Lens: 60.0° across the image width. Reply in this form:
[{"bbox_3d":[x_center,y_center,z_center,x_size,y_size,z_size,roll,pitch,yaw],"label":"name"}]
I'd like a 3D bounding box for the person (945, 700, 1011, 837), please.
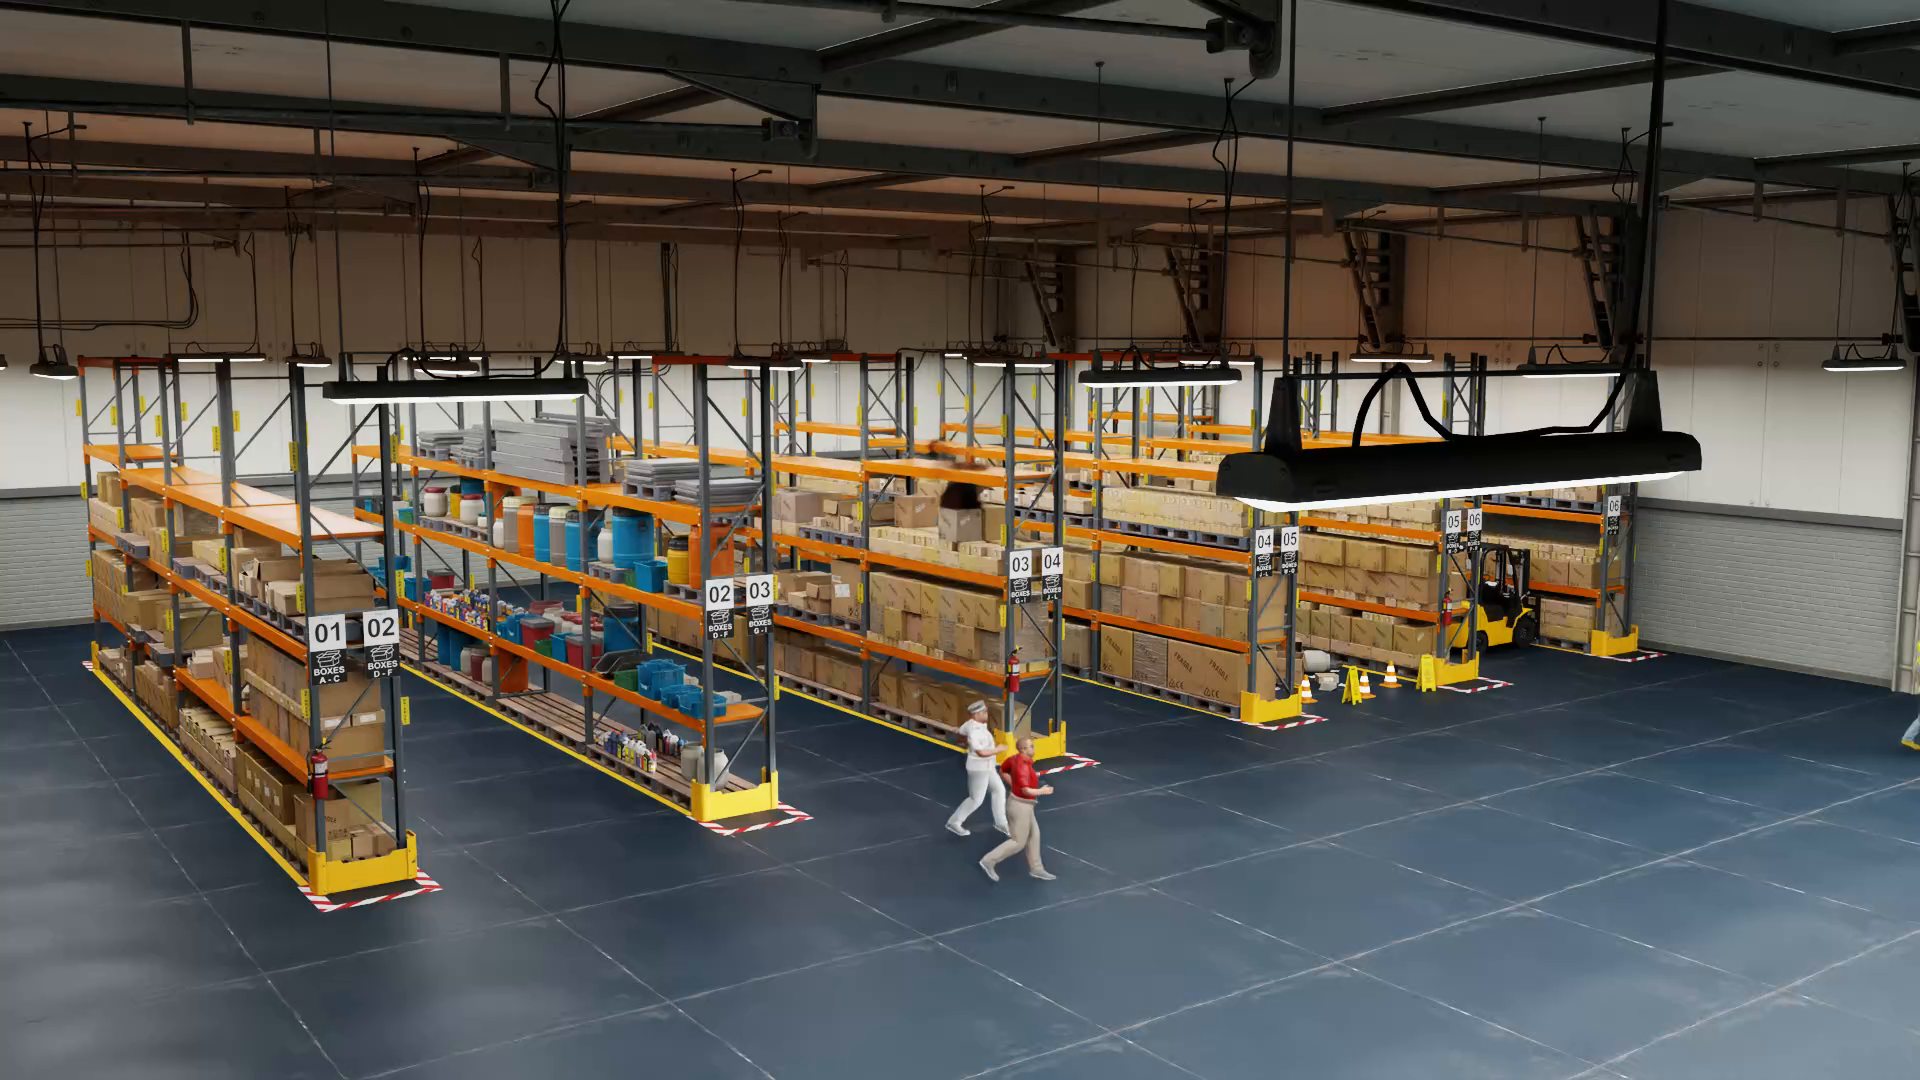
[{"bbox_3d":[0.273,2.914,21.103,0.912,1.816,0.669,0,7,3],"label":"person"}]

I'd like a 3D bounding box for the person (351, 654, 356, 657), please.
[{"bbox_3d":[-10.617,1.991,28.676,0.681,1.746,0.621,-7,10,-44],"label":"person"}]

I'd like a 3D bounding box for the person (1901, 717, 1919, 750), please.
[{"bbox_3d":[14.780,2.396,25.216,0.807,1.823,0.677,1,7,11],"label":"person"}]

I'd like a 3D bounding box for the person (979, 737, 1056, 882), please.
[{"bbox_3d":[0.663,3.148,19.327,0.969,1.742,0.672,-1,7,-10],"label":"person"}]
